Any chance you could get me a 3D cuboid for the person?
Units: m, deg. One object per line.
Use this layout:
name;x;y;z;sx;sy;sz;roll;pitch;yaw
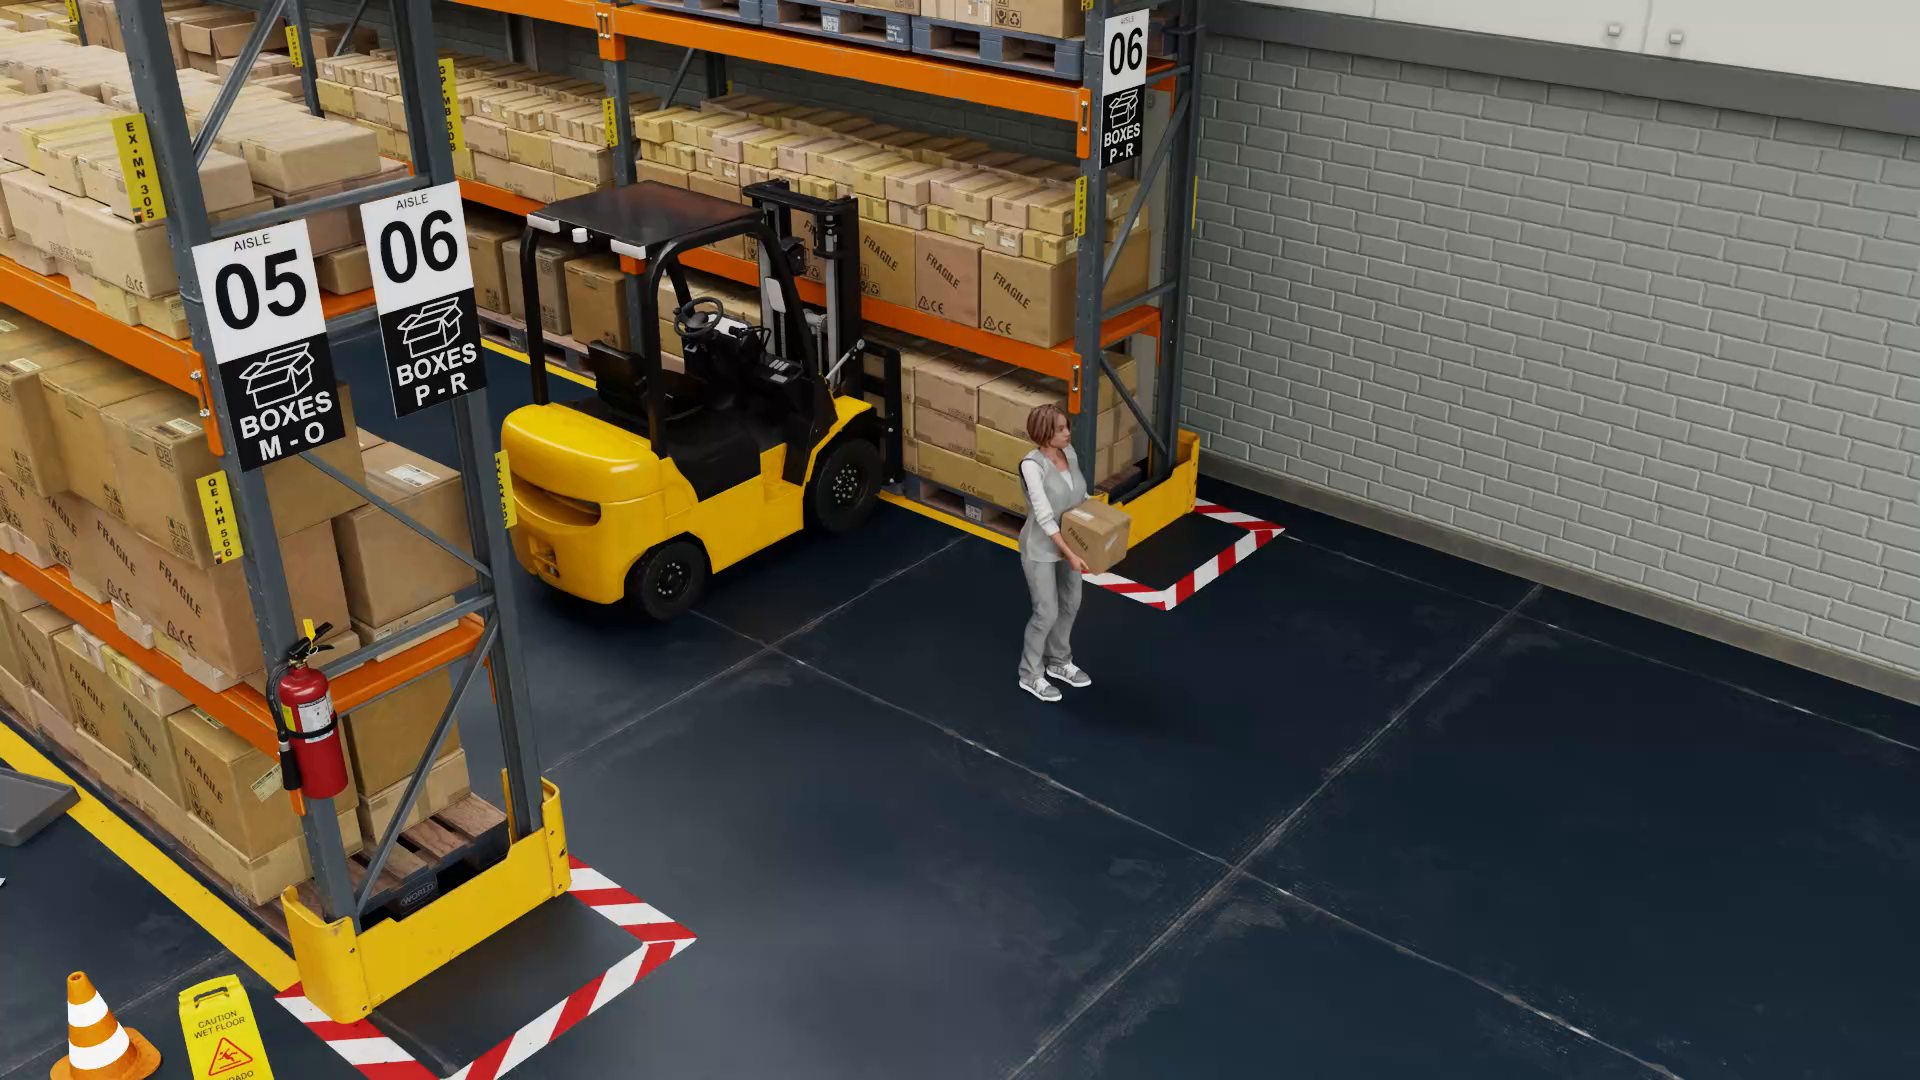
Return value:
person;0.536;0.081;8.482;0.492;1.588;0.406;21;34;35
